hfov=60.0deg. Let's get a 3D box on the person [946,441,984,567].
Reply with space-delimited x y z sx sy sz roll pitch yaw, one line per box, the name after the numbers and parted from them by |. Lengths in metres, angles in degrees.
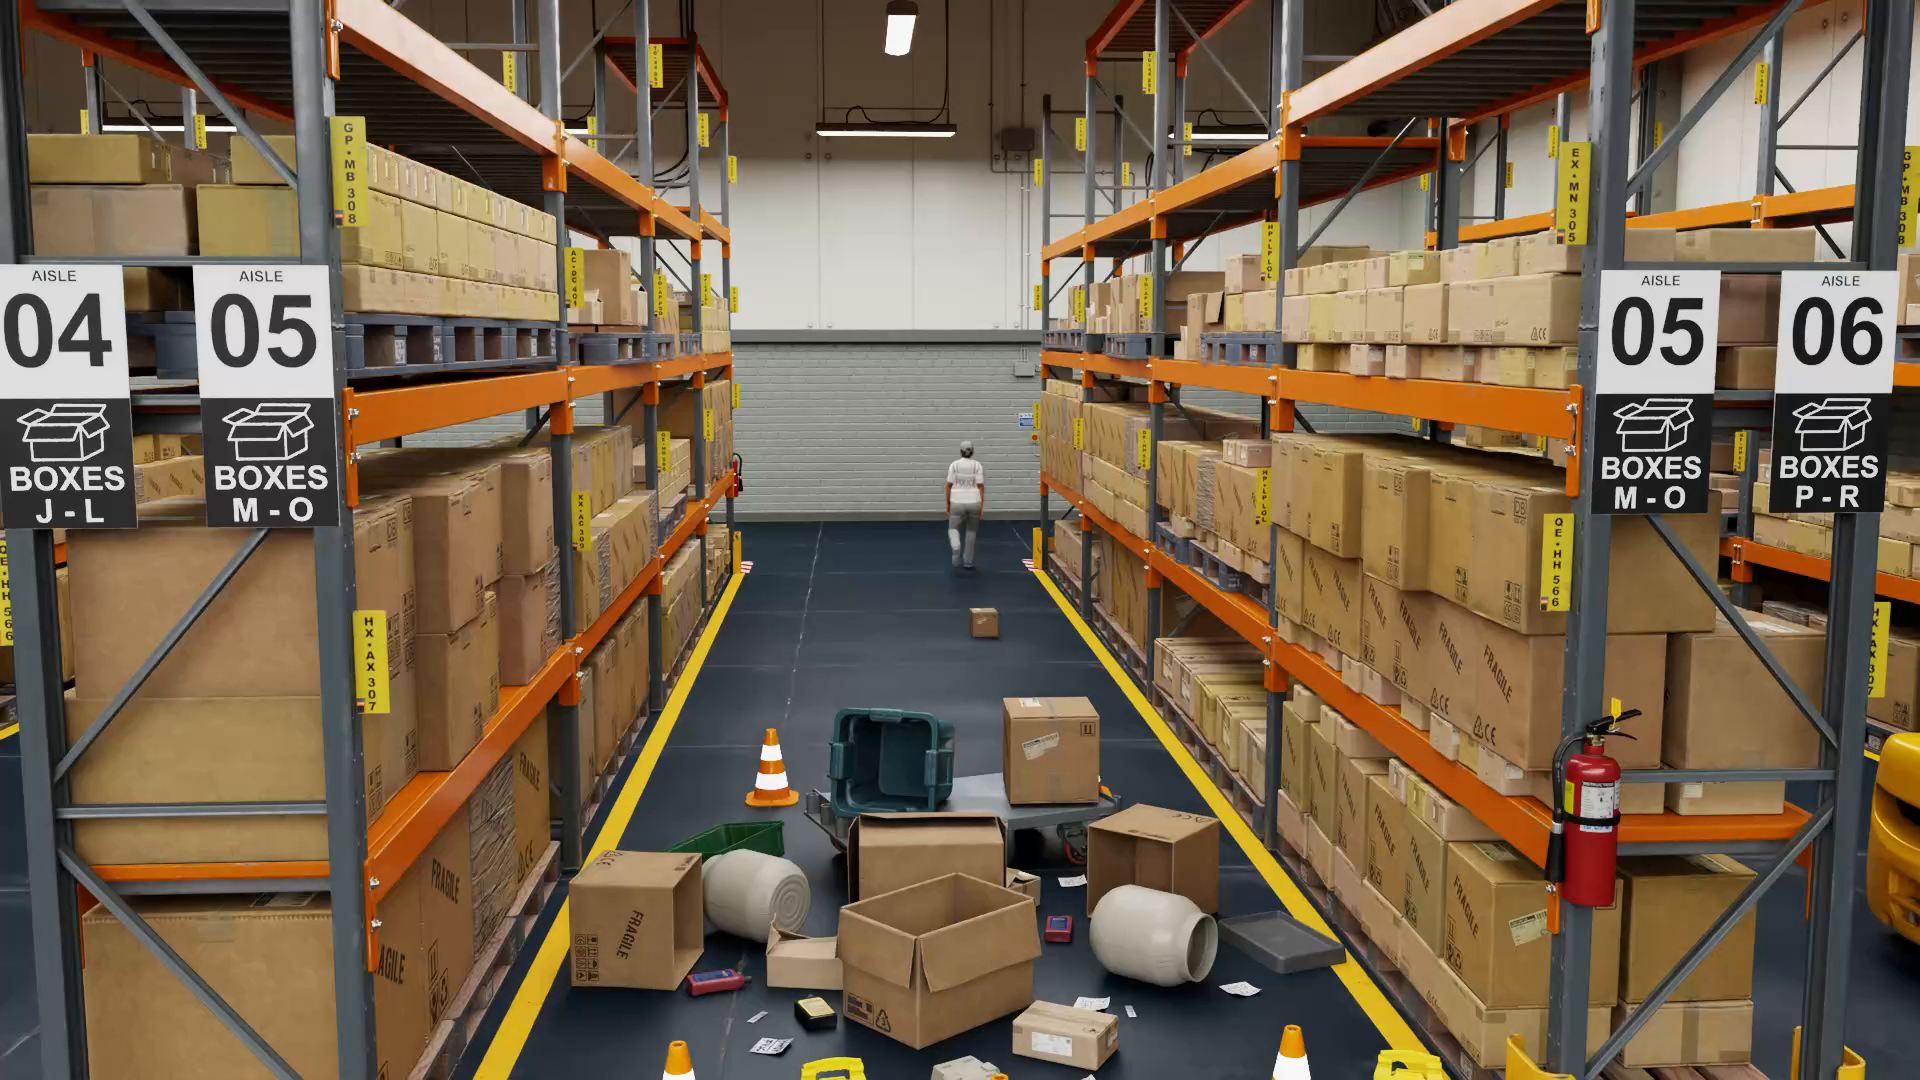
0.065 -0.449 21.309 0.488 1.646 0.673 0 7 -3 | person
